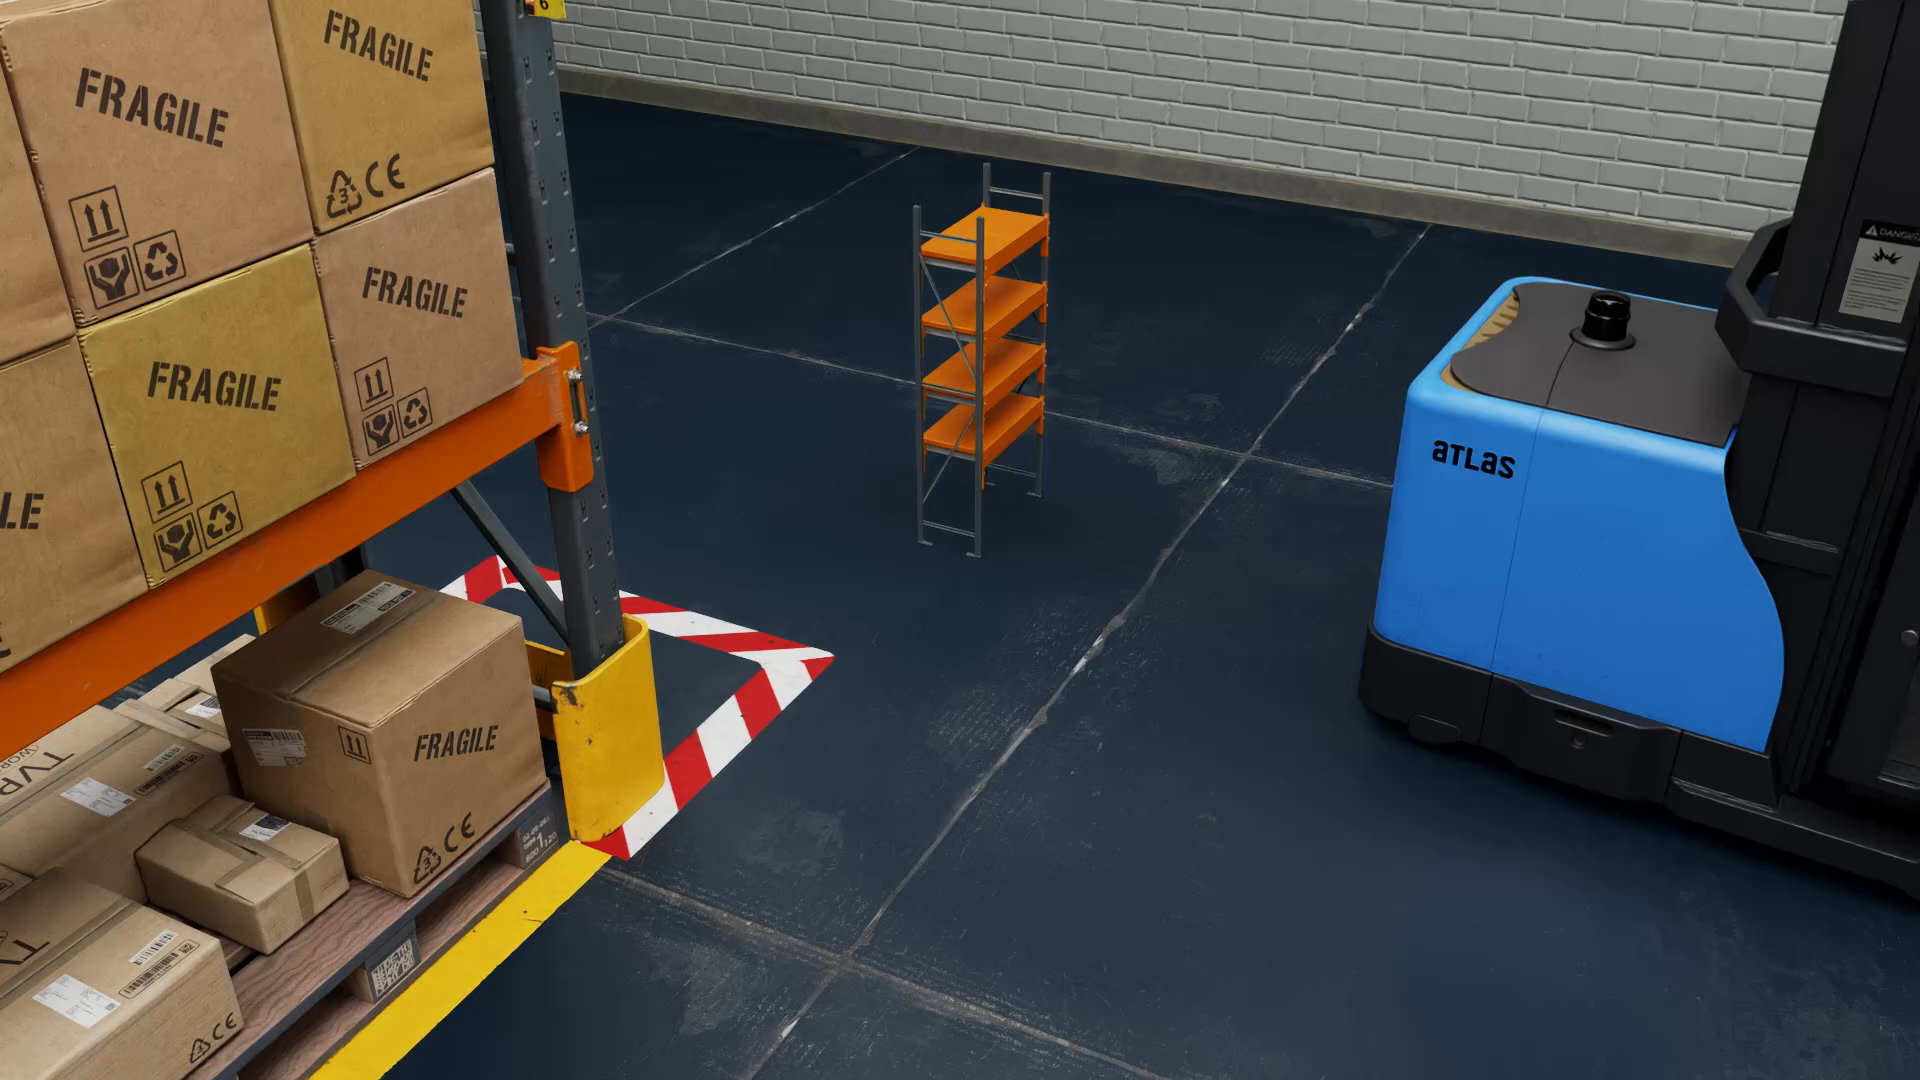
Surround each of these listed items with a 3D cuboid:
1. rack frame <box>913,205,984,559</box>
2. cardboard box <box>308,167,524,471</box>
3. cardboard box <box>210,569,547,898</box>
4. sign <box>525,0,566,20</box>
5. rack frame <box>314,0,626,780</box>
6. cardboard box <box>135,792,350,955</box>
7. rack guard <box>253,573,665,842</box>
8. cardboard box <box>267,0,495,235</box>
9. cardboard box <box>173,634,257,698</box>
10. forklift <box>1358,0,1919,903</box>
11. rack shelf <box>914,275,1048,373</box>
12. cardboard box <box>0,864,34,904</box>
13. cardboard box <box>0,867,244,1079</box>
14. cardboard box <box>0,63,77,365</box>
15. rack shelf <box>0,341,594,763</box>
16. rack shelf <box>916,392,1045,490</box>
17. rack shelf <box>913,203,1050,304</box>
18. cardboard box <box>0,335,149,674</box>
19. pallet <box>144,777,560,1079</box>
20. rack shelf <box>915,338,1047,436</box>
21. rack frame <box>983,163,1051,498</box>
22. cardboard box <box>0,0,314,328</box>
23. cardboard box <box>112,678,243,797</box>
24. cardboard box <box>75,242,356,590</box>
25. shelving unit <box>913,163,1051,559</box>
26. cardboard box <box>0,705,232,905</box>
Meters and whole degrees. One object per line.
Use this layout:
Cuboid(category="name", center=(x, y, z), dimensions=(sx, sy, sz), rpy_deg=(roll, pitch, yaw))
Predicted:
Cuboid(category="rack frame", center=(-0.036, -0.486, 5.391), dimensions=(0.240, 1.200, 0.015), rpy_deg=(14, 33, 23))
Cuboid(category="cardboard box", center=(-1.318, -0.521, 3.545), dimensions=(0.500, 0.500, 0.500), rpy_deg=(15, 33, 25))
Cuboid(category="cardboard box", center=(-1.384, 0.452, 4.019), dimensions=(0.500, 0.500, 0.500), rpy_deg=(14, 33, 23))
Cuboid(category="sign", center=(-0.871, -1.243, 3.422), dimensions=(0.100, 0.325, 0.005), rpy_deg=(14, 33, 23))
Cuboid(category="rack frame", center=(-1.356, -0.738, 4.023), dimensions=(1.000, 3.000, 0.127), rpy_deg=(14, 33, 23))
Cuboid(category="cardboard box", center=(-1.649, 0.756, 3.825), dimensions=(0.380, 0.166, 0.250), rpy_deg=(14, 33, 23))
Cuboid(category="rack guard", center=(-1.390, 0.379, 4.587), dimensions=(1.175, 0.500, 0.348), rpy_deg=(14, 33, 23))
Cuboid(category="cardboard box", center=(-1.314, -0.955, 3.297), dimensions=(0.500, 0.500, 0.500), rpy_deg=(14, 33, 23))
Cuboid(category="cardboard box", center=(-1.853, 0.415, 4.436), dimensions=(0.380, 0.149, 0.250), rpy_deg=(14, 33, 23))
Cuboid(category="forklift", center=(2.679, -0.562, 3.786), dimensions=(3.031, 2.935, 1.130), rpy_deg=(17, 34, 27))
Cuboid(category="rack shelf", center=(0.075, -0.729, 5.501), dimensions=(0.258, 0.148, 0.480), rpy_deg=(14, 33, 23))
Cuboid(category="cardboard box", center=(-2.312, 0.883, 3.519), dimensions=(0.500, 0.250, 0.500), rpy_deg=(14, 33, 23))
Cuboid(category="cardboard box", center=(-1.844, 0.975, 3.360), dimensions=(0.500, 0.250, 0.500), rpy_deg=(14, 33, 23))
Cuboid(category="cardboard box", center=(-1.775, -0.500, 2.505), dimensions=(0.500, 0.500, 0.500), rpy_deg=(15, 33, 25))
Cuboid(category="rack shelf", center=(-2.267, 0.460, 2.659), dimensions=(1.077, 0.370, 4.000), rpy_deg=(14, 33, 23))
Cuboid(category="rack shelf", center=(0.075, -0.363, 5.711), dimensions=(0.258, 0.148, 0.480), rpy_deg=(14, 33, 23))
Cuboid(category="rack shelf", center=(0.075, -0.934, 5.383), dimensions=(0.258, 0.148, 0.480), rpy_deg=(14, 33, 23))
Cuboid(category="cardboard box", center=(-1.783, -0.071, 2.760), dimensions=(0.500, 0.500, 0.500), rpy_deg=(15, 33, 24))
Cuboid(category="pallet", center=(-1.753, 0.859, 4.043), dimensions=(1.003, 0.211, 1.213), rpy_deg=(14, 33, 23))
Cuboid(category="rack shelf", center=(0.075, -0.535, 5.612), dimensions=(0.258, 0.148, 0.480), rpy_deg=(14, 33, 23))
Cuboid(category="rack frame", center=(0.187, -0.702, 5.767), dimensions=(0.240, 1.200, 0.015), rpy_deg=(14, 33, 23))
Cuboid(category="cardboard box", center=(-1.543, -0.731, 2.907), dimensions=(0.500, 0.500, 0.500), rpy_deg=(15, 33, 25))
Cuboid(category="cardboard box", center=(-1.966, 0.518, 4.239), dimensions=(0.380, 0.166, 0.250), rpy_deg=(14, 33, 23))
Cuboid(category="cardboard box", center=(-1.551, -0.290, 3.143), dimensions=(0.500, 0.500, 0.500), rpy_deg=(15, 33, 24))
Cuboid(category="shelving unit", center=(0.075, -0.594, 5.579), dimensions=(0.258, 1.200, 0.503), rpy_deg=(14, 33, 23))
Cuboid(category="cardboard box", center=(-2.084, 0.662, 3.905), dimensions=(0.500, 0.250, 0.500), rpy_deg=(14, 33, 23))
